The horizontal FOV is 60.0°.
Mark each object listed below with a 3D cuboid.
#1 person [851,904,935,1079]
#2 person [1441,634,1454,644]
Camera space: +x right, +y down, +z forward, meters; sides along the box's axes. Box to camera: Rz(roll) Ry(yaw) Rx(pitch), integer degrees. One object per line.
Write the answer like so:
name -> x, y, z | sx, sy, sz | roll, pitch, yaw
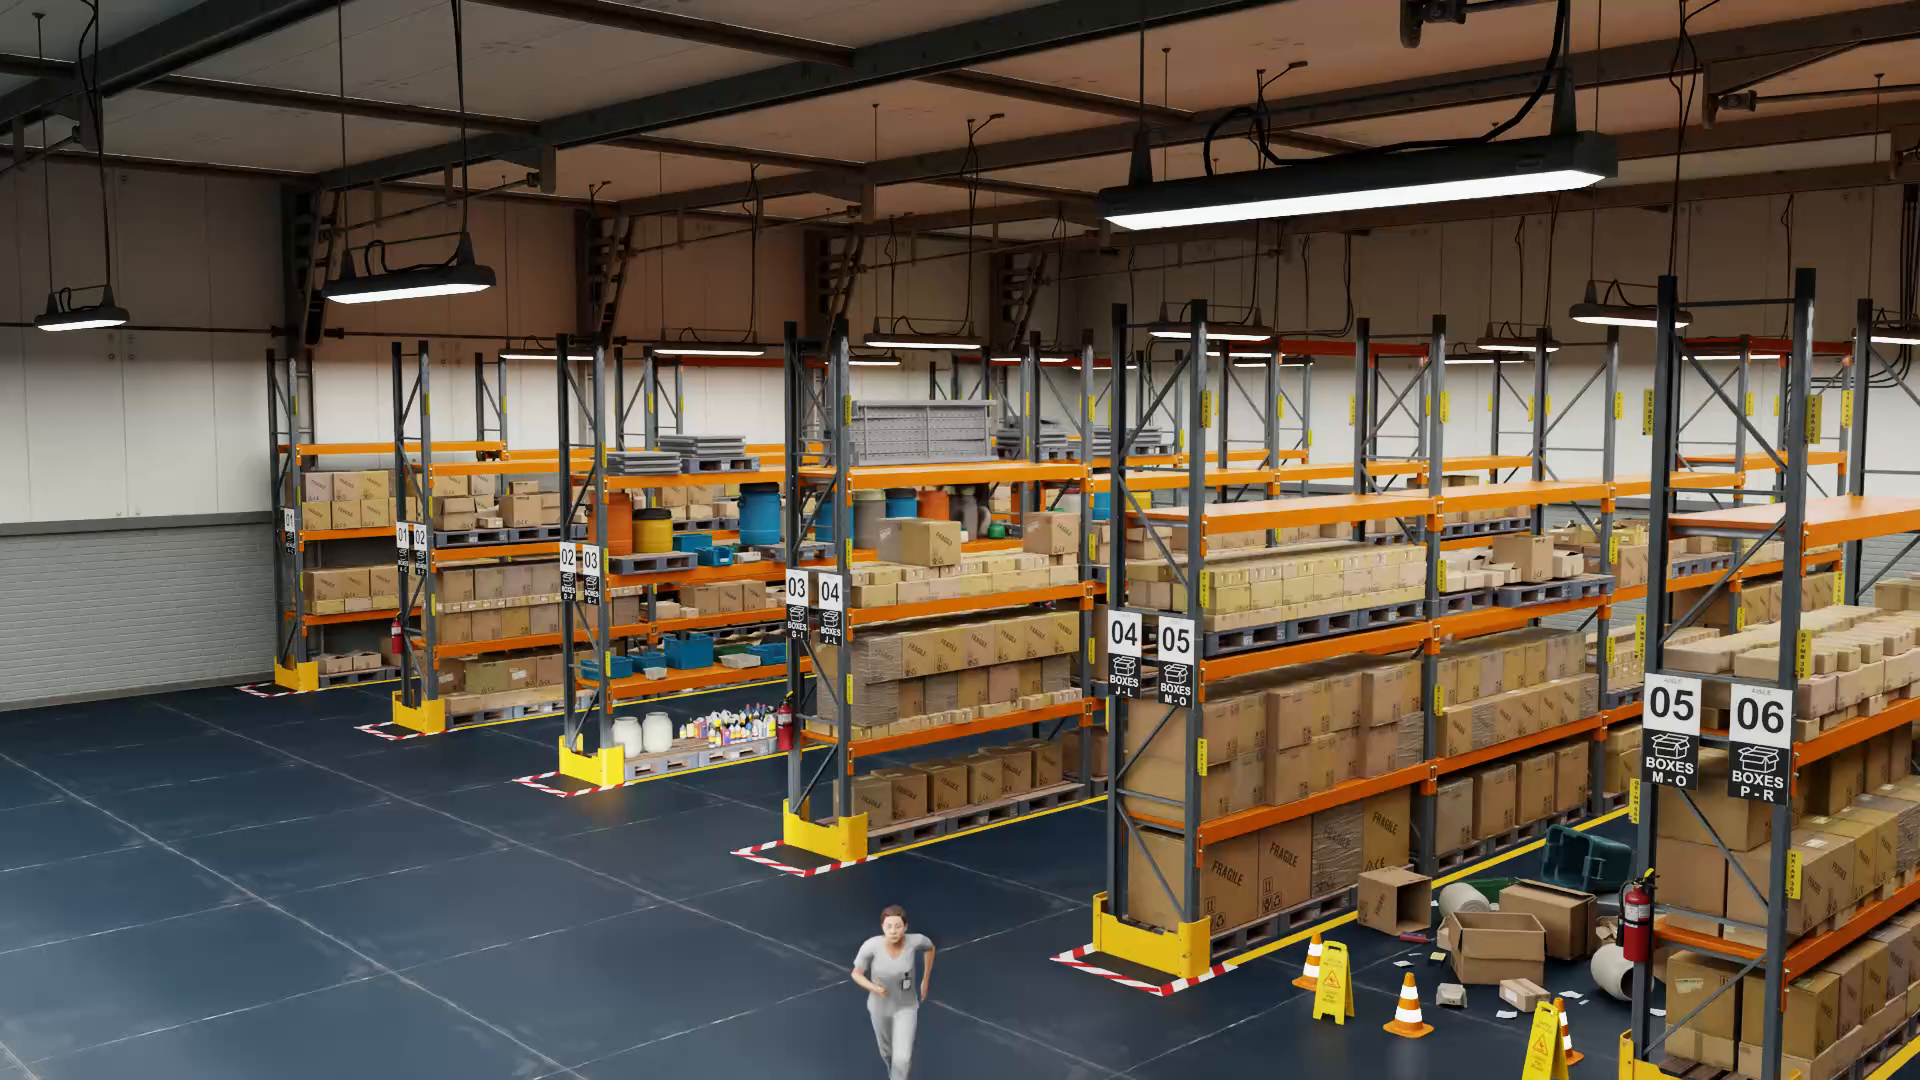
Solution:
person -> -0.463, 3.337, 11.749 | 0.567, 1.671, 1.012 | 0, 5, 3
person -> 7.166, 2.211, 24.377 | 0.686, 1.727, 0.991 | 4, 7, 40
